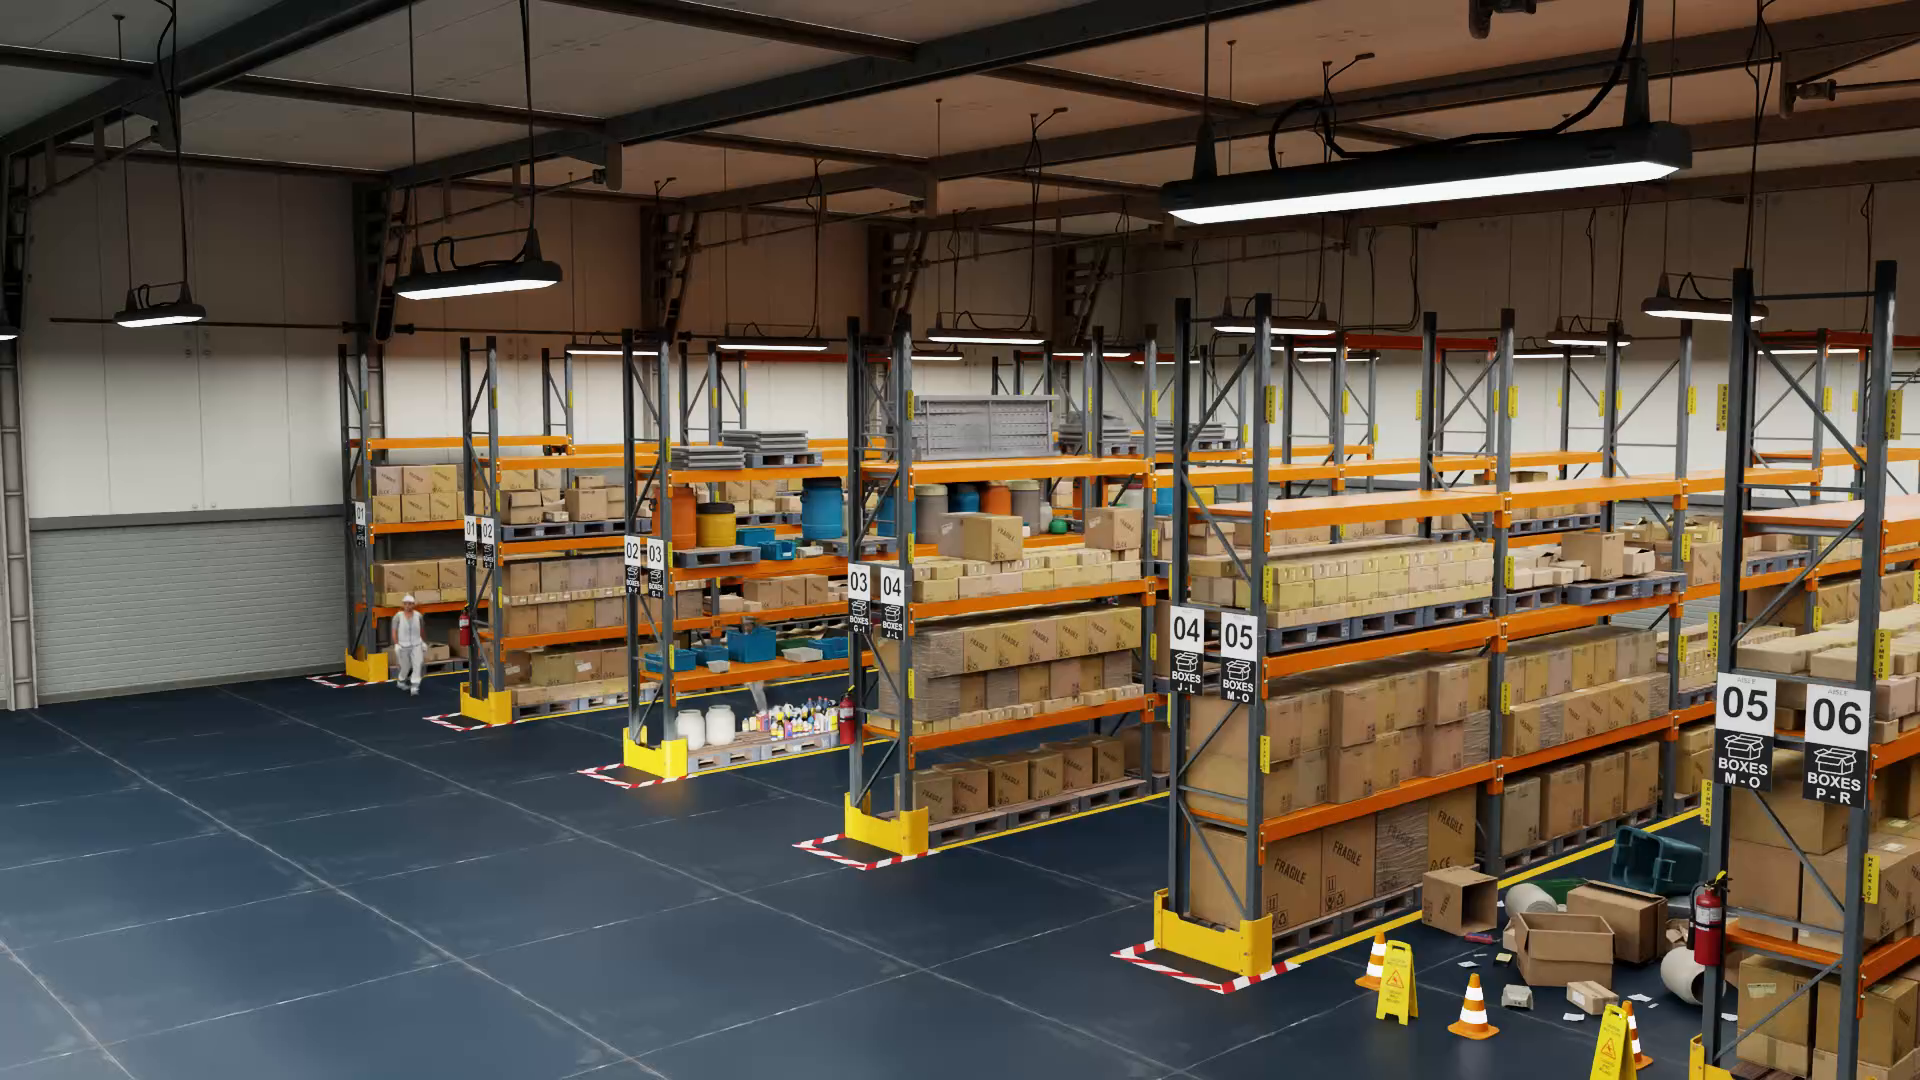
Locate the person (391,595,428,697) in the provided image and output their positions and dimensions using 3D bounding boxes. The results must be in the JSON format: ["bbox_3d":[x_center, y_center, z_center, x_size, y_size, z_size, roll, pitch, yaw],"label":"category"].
[{"bbox_3d":[-9.340,1.791,28.218,0.582,1.743,0.798,-3,6,-28],"label":"person"}]

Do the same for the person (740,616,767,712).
[{"bbox_3d":[-3.211,2.011,25.940,0.624,1.682,0.595,1,5,8],"label":"person"}]
